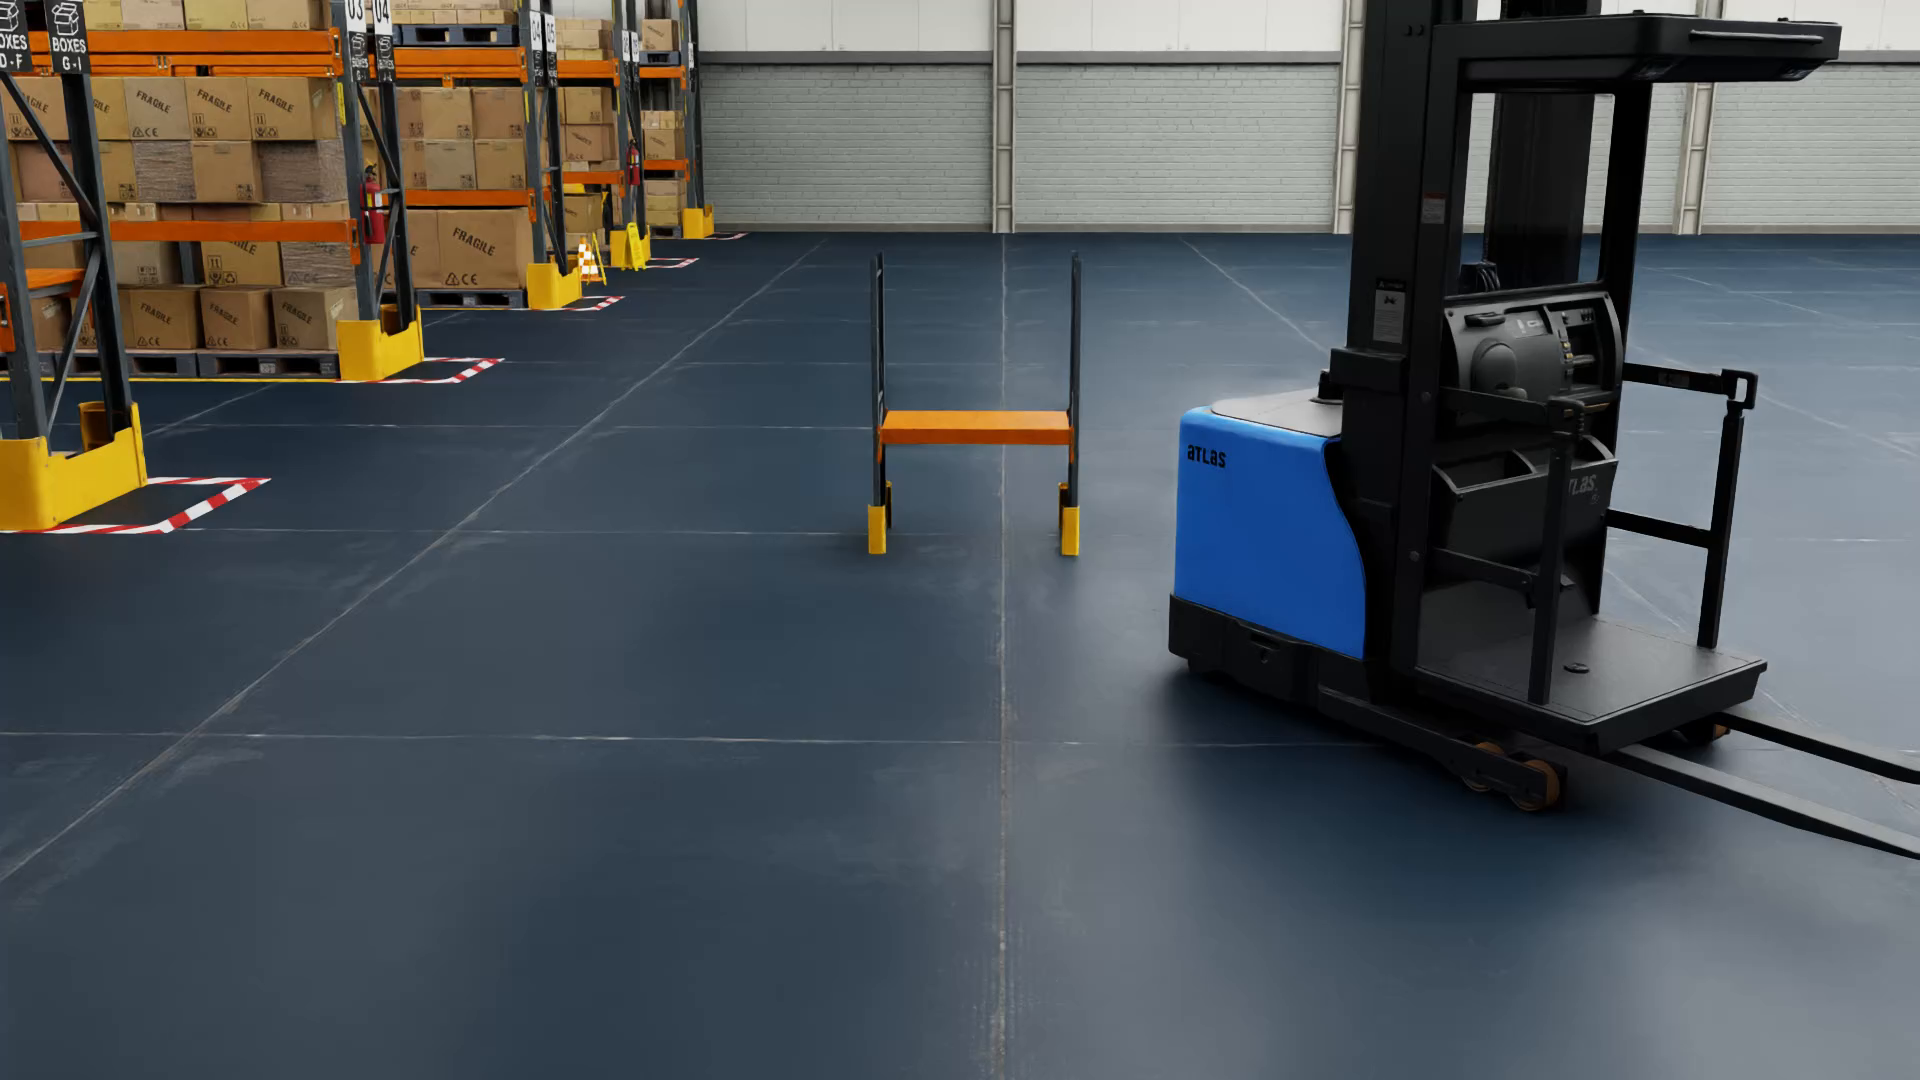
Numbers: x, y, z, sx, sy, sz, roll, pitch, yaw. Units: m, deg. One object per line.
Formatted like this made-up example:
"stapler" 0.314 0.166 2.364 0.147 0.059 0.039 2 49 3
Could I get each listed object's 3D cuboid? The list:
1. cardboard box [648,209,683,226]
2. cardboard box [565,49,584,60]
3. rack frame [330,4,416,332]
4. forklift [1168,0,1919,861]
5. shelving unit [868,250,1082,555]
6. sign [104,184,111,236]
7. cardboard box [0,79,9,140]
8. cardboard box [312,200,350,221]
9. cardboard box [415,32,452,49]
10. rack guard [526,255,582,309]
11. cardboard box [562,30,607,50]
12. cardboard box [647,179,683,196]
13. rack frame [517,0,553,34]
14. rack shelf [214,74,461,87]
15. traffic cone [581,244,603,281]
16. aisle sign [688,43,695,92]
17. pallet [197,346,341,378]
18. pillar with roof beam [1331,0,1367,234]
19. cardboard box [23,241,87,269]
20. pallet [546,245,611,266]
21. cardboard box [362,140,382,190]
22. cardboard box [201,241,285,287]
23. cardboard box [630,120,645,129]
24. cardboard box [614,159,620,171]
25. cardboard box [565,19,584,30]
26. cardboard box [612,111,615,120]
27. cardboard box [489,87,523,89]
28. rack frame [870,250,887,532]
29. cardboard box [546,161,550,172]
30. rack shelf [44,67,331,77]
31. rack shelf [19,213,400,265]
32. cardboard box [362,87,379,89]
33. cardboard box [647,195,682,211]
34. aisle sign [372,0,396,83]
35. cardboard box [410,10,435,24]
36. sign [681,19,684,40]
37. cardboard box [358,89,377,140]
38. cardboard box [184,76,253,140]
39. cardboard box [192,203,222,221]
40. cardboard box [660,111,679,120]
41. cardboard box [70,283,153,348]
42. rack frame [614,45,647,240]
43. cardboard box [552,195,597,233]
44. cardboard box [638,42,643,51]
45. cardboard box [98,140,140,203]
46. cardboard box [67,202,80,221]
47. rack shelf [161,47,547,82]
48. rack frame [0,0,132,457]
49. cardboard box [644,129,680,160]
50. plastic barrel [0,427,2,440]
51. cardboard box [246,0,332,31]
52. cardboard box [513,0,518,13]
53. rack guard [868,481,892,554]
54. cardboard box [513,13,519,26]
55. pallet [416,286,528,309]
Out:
"cardboard box" -5.025 -5.516 28.433 0.500 0.250 0.500 0 15 2
"cardboard box" -5.284 -6.707 22.994 0.250 0.149 0.380 0 15 2
"rack frame" -4.924 -2.927 14.053 0.127 3.000 1.000 0 15 1
"forklift" 2.127 -0.667 5.621 1.130 2.935 3.031 -10 18 -35
"shelving unit" 0.076 -0.725 8.647 1.083 1.500 0.587 0 15 1
"sign" -5.032 -1.938 9.762 0.005 0.325 0.100 0 15 1
"cardboard box" -7.979 -3.558 13.706 0.500 0.500 0.500 0 15 1
"cardboard box" -5.214 -2.754 13.892 0.250 0.149 0.380 0 15 1
"cardboard box" -7.220 -6.921 23.025 0.500 0.250 0.500 1 15 2
"rack guard" -4.672 -2.982 19.163 0.348 0.500 1.175 0 15 1
"cardboard box" -5.189 -6.910 22.983 0.500 0.250 0.500 0 15 1
"cardboard box" -5.016 -6.000 28.309 0.500 0.250 0.500 1 15 3
"rack frame" -4.696 -7.092 18.079 0.127 3.000 1.000 0 15 1
"rack shelf" -10.546 -7.861 28.287 4.000 0.370 1.077 0 15 1
"traffic cone" -4.822 -3.616 21.638 0.334 0.463 0.336 0 15 1
"aisle sign" -4.489 -7.901 27.813 0.004 0.787 0.394 0 15 1
"pallet" -5.811 -1.593 14.465 1.213 0.211 1.003 0 15 1
"pillar with roof beam" 6.666 -8.679 24.095 0.400 9.000 9.100 0 15 1
"cardboard box" -10.282 -3.321 19.133 0.750 0.750 1.050 0 15 1
"pallet" -5.558 -4.120 24.044 1.213 0.211 1.003 0 15 1
"cardboard box" -6.706 -4.281 18.892 0.500 0.550 0.875 0 15 1
"cardboard box" -8.068 -3.371 19.078 0.875 0.875 0.875 1 15 2
"cardboard box" -5.415 -7.024 28.115 0.250 0.149 0.380 1 15 2
"cardboard box" -5.005 -5.387 23.872 0.250 0.149 0.380 0 15 2
"cardboard box" -5.273 -7.107 22.946 0.250 0.149 0.380 1 15 2
"cardboard box" -5.931 -7.157 28.035 0.250 0.149 0.380 1 15 3
"cardboard box" -6.205 -6.059 23.188 0.500 0.500 0.700 0 15 1
"rack frame" -0.423 -0.728 8.659 0.032 1.500 0.500 0 15 1
"cardboard box" -5.820 -5.255 23.370 0.250 0.149 0.380 1 15 2
"rack shelf" -10.669 -6.596 23.489 4.000 0.370 1.077 0 15 1
"rack shelf" -6.923 -2.592 14.194 4.000 0.370 1.077 0 15 1
"cardboard box" -8.235 -6.097 23.332 0.500 0.500 0.700 0 15 1
"cardboard box" -5.042 -5.758 28.373 0.500 0.250 0.500 0 15 1
"aisle sign" -4.854 -4.260 14.010 0.004 0.787 0.394 0 15 1
"cardboard box" -5.798 -5.692 18.128 0.250 0.149 0.380 1 15 2
"sign" -4.575 -8.422 27.420 0.005 0.325 0.100 0 15 1
"cardboard box" -6.708 -4.786 18.691 0.500 0.550 0.875 0 15 1
"cardboard box" -5.980 -3.545 13.656 0.500 0.500 0.500 0 15 1
"cardboard box" -6.213 -2.762 13.923 0.250 0.149 0.380 0 15 1
"cardboard box" -4.911 -7.174 28.102 0.250 0.149 0.380 0 15 2
"cardboard box" -7.328 -1.949 14.422 0.500 0.500 0.500 -1 15 -4
"rack frame" -4.671 -5.454 23.632 0.127 3.000 1.000 0 15 1
"cardboard box" -5.478 -4.629 23.601 0.500 0.500 0.500 0 15 2
"cardboard box" -5.384 -8.228 27.740 0.250 0.149 0.380 0 15 0
"cardboard box" -6.974 -3.123 14.016 0.500 0.500 0.875 0 15 1
"cardboard box" -7.215 -2.747 13.864 0.250 0.149 0.380 0 15 1
"rack shelf" -6.695 -5.306 18.603 4.000 0.370 1.077 0 15 1
"rack frame" -5.050 -1.664 9.265 0.127 3.000 1.000 0 15 1
"cardboard box" -5.046 -6.704 28.175 0.500 0.500 0.500 0 15 0
"plastic barrel" -5.710 -0.648 9.472 0.421 0.512 0.421 0 15 0
"cardboard box" -5.412 -4.243 13.456 0.500 0.250 0.500 1 15 3
"cardboard box" -5.172 -6.033 18.637 0.500 0.250 0.500 0 15 1
"rack guard" -0.422 -0.124 8.819 0.087 0.250 0.587 0 15 1
"cardboard box" -5.031 -5.855 18.746 0.250 0.149 0.380 0 15 2
"pallet" -5.497 -2.828 19.145 1.213 0.211 1.003 0 15 1
